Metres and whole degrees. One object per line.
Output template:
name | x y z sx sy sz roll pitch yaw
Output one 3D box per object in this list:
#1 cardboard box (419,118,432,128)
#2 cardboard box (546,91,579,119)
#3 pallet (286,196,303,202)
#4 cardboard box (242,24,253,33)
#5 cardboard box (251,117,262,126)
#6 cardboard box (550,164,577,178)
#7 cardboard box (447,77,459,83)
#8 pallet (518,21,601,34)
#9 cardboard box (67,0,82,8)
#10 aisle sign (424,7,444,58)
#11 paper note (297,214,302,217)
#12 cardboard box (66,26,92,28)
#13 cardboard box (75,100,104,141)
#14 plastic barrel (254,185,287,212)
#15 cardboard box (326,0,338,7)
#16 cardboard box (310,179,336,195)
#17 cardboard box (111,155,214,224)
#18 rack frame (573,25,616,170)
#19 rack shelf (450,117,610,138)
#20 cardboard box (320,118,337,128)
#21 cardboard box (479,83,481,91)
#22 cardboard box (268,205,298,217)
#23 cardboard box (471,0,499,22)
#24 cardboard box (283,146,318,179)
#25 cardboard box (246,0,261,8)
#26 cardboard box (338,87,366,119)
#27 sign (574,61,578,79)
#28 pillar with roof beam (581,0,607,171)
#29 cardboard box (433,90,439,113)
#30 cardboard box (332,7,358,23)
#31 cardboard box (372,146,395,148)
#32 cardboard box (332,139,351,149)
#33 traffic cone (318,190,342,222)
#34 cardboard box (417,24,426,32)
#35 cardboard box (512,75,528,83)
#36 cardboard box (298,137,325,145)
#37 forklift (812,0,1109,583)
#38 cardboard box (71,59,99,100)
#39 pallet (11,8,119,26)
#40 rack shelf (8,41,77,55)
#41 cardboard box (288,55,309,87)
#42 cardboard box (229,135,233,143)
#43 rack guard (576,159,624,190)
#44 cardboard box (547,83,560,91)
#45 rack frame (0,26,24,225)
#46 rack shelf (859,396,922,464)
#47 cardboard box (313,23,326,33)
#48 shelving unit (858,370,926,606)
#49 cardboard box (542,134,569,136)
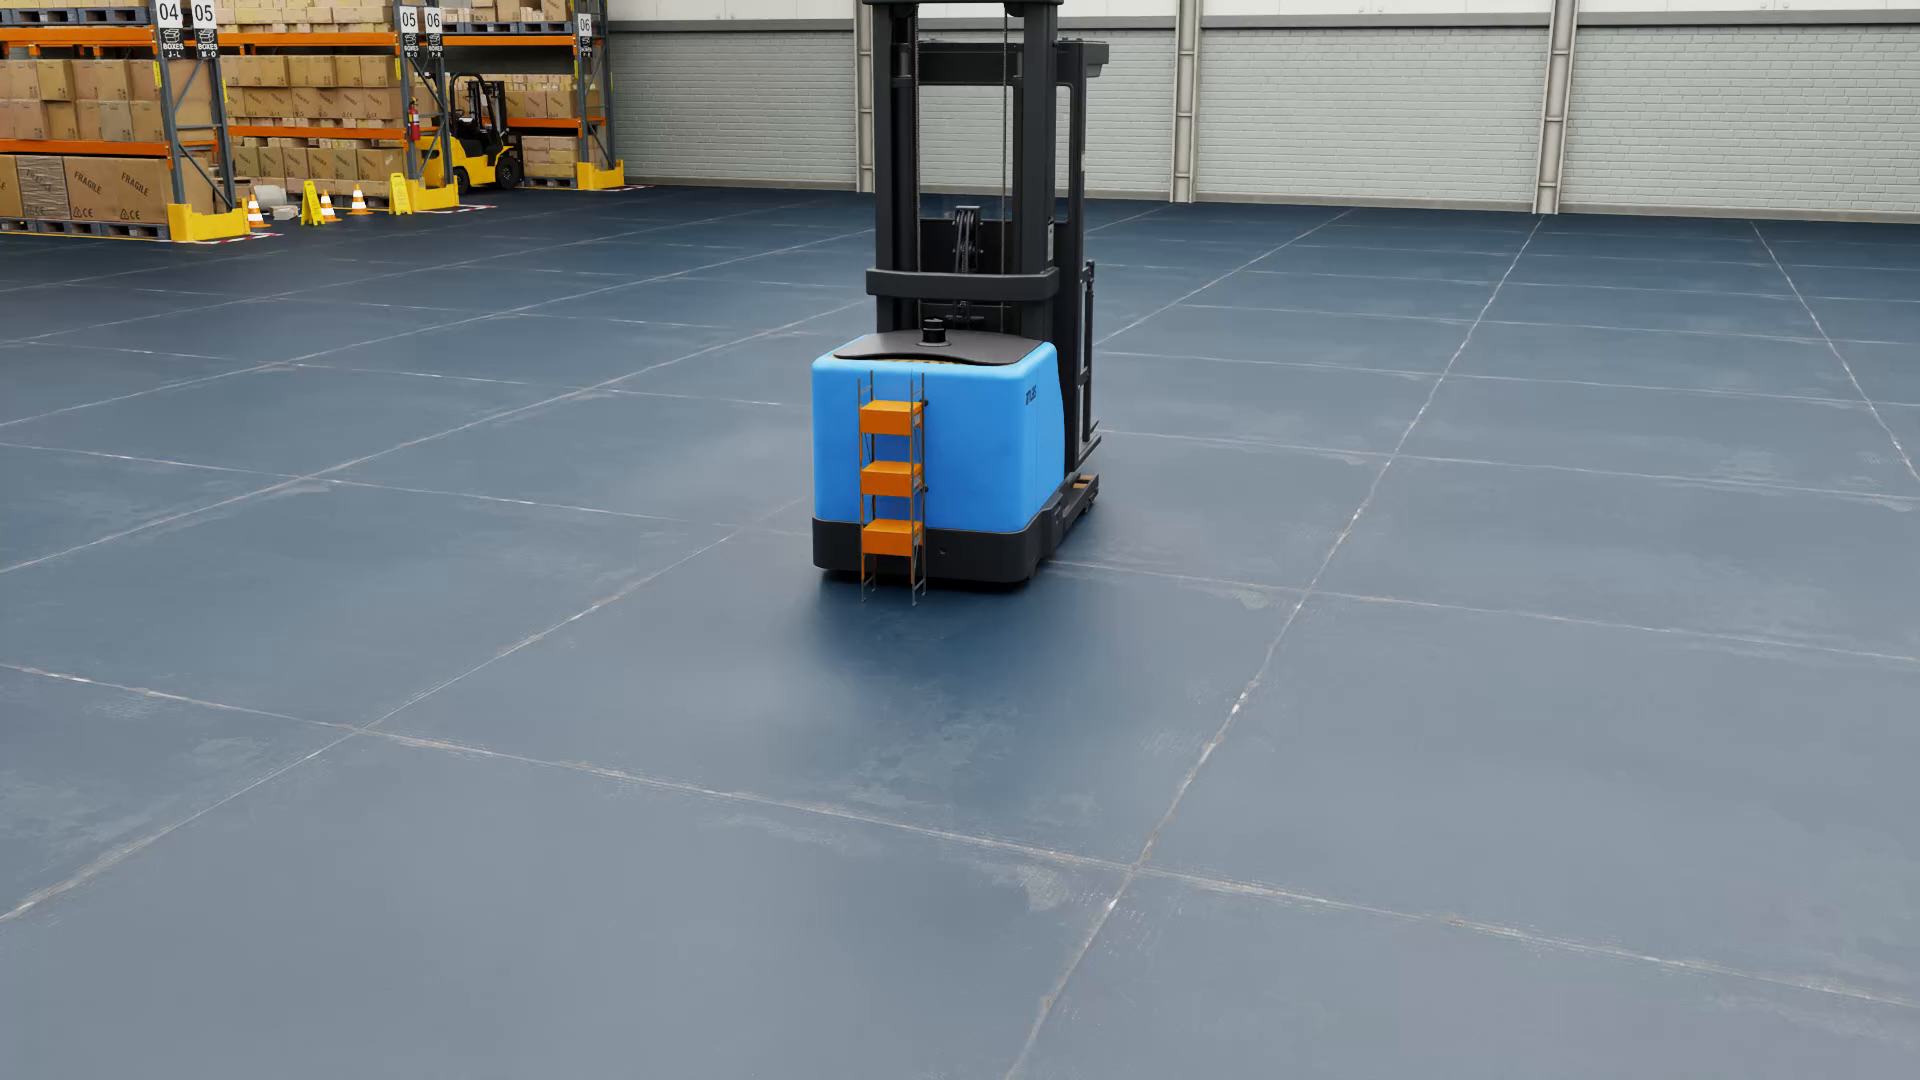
cardboard box | -9.018 -6.946 27.669 0.250 0.149 0.380 6 17 21
cardboard box | -7.514 -8.296 31.690 0.500 0.500 0.500 6 17 19
pallet | -11.861 -5.988 28.923 1.213 0.211 1.003 6 17 21
cardboard box | -11.805 -8.574 27.896 0.250 0.149 0.380 6 17 21
cardboard box | -11.811 -7.119 28.268 0.250 0.149 0.380 6 17 20
cardboard box | -7.513 -7.113 31.973 0.500 0.250 0.500 6 17 21
cardboard box | -9.775 -8.988 32.376 0.250 0.149 0.380 7 17 22
pallet | -7.608 -9.743 31.632 1.213 0.211 1.003 6 17 21
cardboard box | -11.881 -7.304 22.589 0.250 0.149 0.380 6 17 20
aisle sign | -8.607 -8.300 27.222 0.004 0.787 0.394 6 17 21
paper note | -10.388 -5.133 26.298 0.142 0.019 0.148 0 16 1
cardboard box | -15.342 -9.185 29.374 0.500 0.500 0.700 6 17 21
cardboard box | -11.857 -5.922 23.425 0.550 0.550 0.875 6 17 21
plastic barrel | -11.255 -5.559 27.064 0.512 0.421 0.421 -9 18 -27
cardboard box | -10.113 -8.763 27.117 0.250 0.149 0.380 6 17 21
cardboard box | -10.596 -5.979 28.068 0.500 0.250 0.500 6 17 19
cardboard box | -11.155 -4.917 23.289 0.875 0.875 0.875 6 17 21
rack frame | -6.960 -8.266 31.765 0.127 3.000 1.000 6 17 21
rack shelf | -8.821 -8.125 32.570 4.000 0.370 1.077 6 17 21
cardboard box | -10.420 -6.953 27.693 0.250 0.149 0.380 6 17 20
cardboard box | -9.301 -8.795 32.246 0.250 0.149 0.380 6 17 19
cardboard box | -10.738 -5.219 26.384 0.380 0.149 0.250 -12 20 -37
cardboard box | -8.908 -10.188 31.889 0.637 0.503 0.797 7 18 22
cardboard box | -11.065 -6.393 28.148 0.500 0.500 0.500 7 18 24
cardboard box | -11.596 -8.891 27.559 0.250 0.149 0.380 6 17 20
cardboard box | -9.848 -7.205 27.400 0.500 0.500 0.500 6 17 21
sign | -7.172 -8.796 31.091 0.005 0.325 0.100 6 17 21
pillar with roof beam | -8.857 -10.335 28.134 0.400 9.000 9.100 6 17 21
cardboard box | -10.364 -8.610 32.771 0.500 0.500 0.500 6 17 19
cardboard box | -9.816 -8.527 27.021 0.500 0.250 0.500 6 17 20
cardboard box | -9.937 -6.428 28.269 0.500 0.500 0.500 6 17 19
cardboard box | -10.218 -6.592 27.670 0.250 0.149 0.380 7 17 22
traffic cone | -9.742 -5.146 25.571 0.334 0.463 0.336 6 17 21
cardboard box | -8.967 -8.416 27.353 0.250 0.149 0.380 6 17 21
cardboard box | -8.352 -8.830 31.831 0.250 0.149 0.380 7 18 22
cardboard box | -13.216 -8.013 34.402 0.625 0.625 0.875 7 18 22
forklift | 0.160 -1.578 8.851 1.130 2.935 3.031 4 17 14
cardboard box | -11.848 -6.447 23.296 0.550 0.550 0.875 6 17 21
pallet | -12.333 -7.279 23.146 1.213 0.211 1.003 6 17 21
rack shelf | -18.081 -9.096 30.535 4.000 0.370 1.077 6 17 21
cardboard box | -10.727 -7.811 27.692 0.500 0.500 0.700 6 17 20
cardboard box | -15.220 -8.402 34.800 0.250 0.149 0.380 5 17 18
rack guard | -6.938 -7.063 32.105 0.348 0.500 1.175 6 17 21
cardboard box | -7.634 -8.606 31.596 0.250 0.149 0.380 7 17 22
rack frame | -14.221 -6.093 24.281 0.127 3.000 1.000 6 17 21
rack shelf | -0.308 -0.499 7.528 0.240 0.259 0.215 4 17 14
cardboard box | -10.394 -8.400 27.298 0.250 0.149 0.380 6 17 19
shelving unit | -0.308 -0.236 7.604 0.252 1.050 0.215 4 17 14
cardboard box | -7.804 -7.775 32.462 0.500 0.250 0.500 6 17 21
